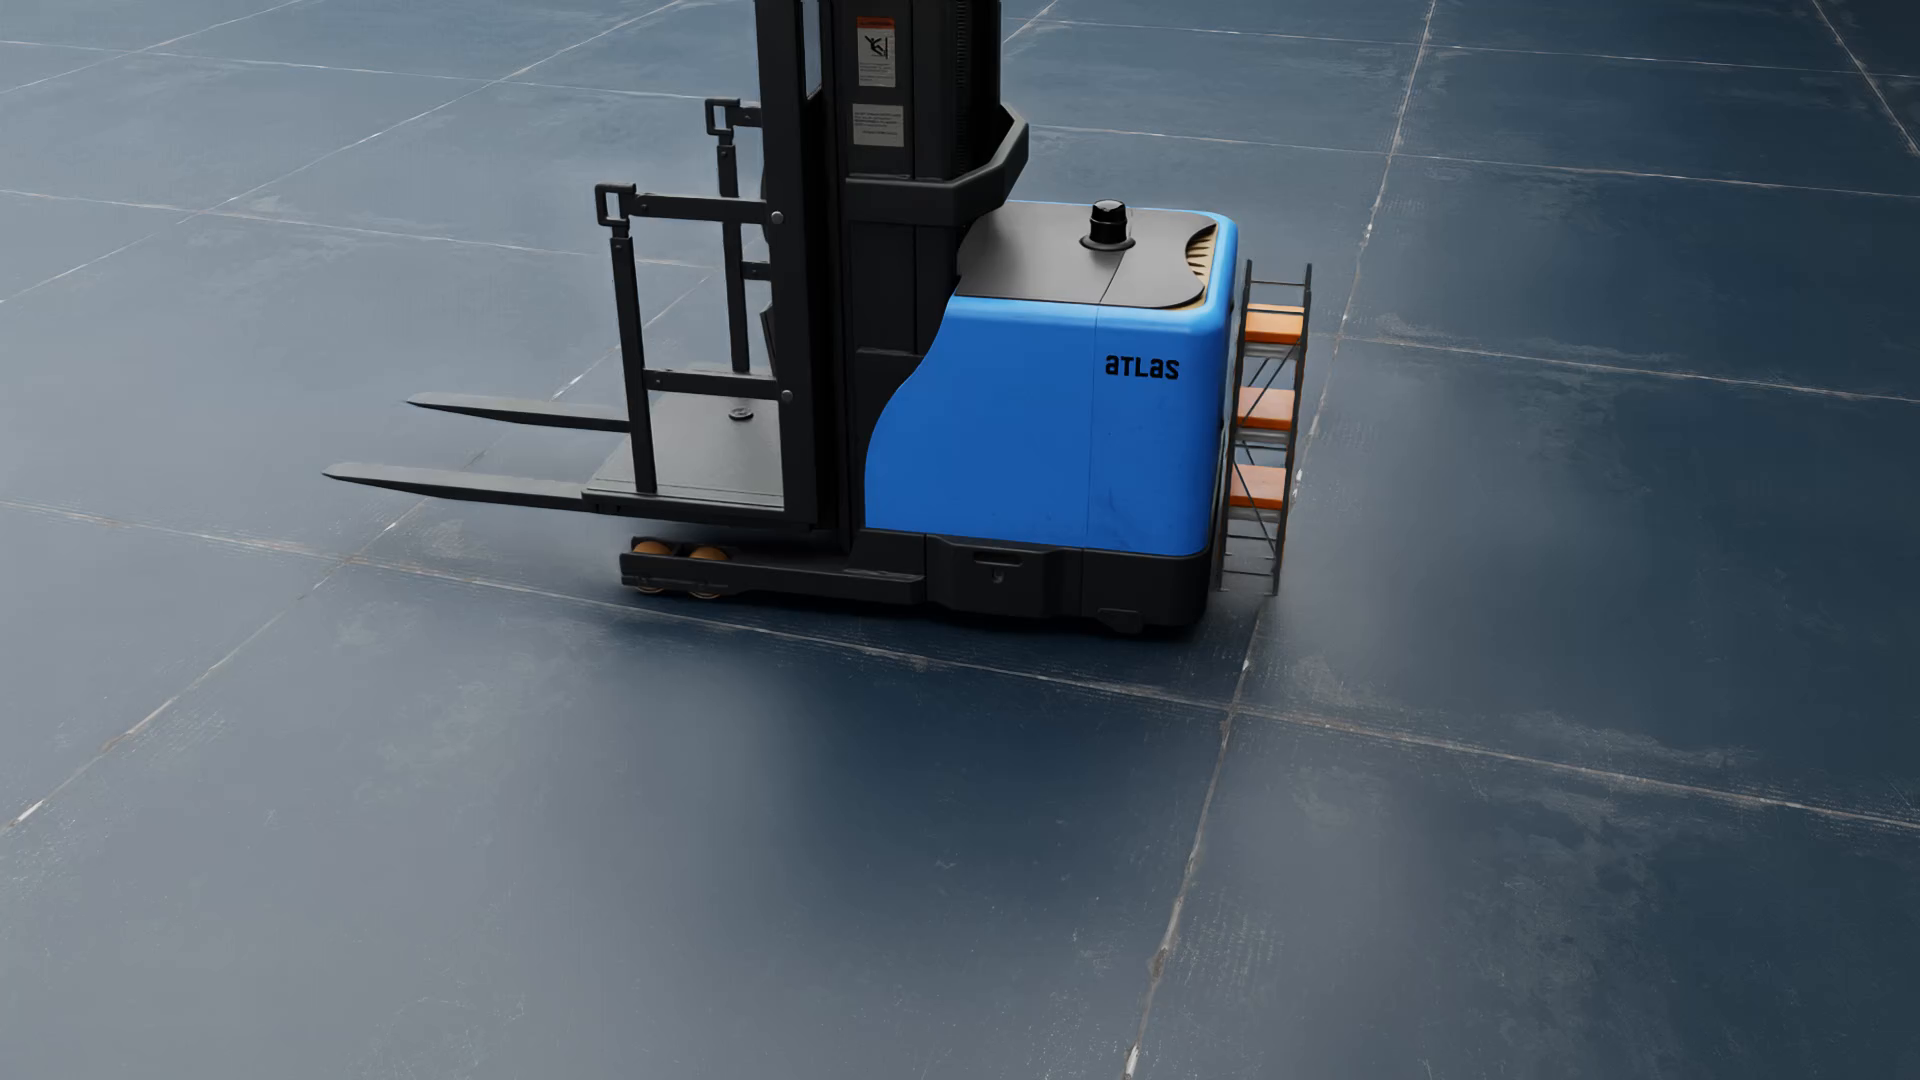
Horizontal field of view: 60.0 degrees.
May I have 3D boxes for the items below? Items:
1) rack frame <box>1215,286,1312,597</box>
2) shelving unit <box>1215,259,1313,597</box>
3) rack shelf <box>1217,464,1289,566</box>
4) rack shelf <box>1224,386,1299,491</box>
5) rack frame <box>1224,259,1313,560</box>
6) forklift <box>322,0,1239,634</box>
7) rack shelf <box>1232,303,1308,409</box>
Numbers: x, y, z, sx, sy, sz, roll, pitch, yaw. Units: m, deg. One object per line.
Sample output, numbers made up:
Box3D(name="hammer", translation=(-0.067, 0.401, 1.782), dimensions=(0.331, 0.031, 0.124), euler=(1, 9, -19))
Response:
Box3D(name="rack frame", translation=(0.938, -0.284, 5.180), dimensions=(0.200, 1.050, 0.008), euler=(6, 30, 9))
Box3D(name="shelving unit", translation=(0.962, -0.343, 5.285), dimensions=(0.215, 1.050, 0.252), euler=(6, 30, 9))
Box3D(name="rack shelf", translation=(0.960, -0.091, 5.425), dimensions=(0.215, 0.259, 0.240), euler=(6, 30, 9))
Box3D(name="rack shelf", translation=(0.962, -0.333, 5.290), dimensions=(0.215, 0.259, 0.240), euler=(6, 30, 9))
Box3D(name="rack frame", translation=(0.985, -0.401, 5.389), dimensions=(0.200, 1.050, 0.008), euler=(6, 30, 9))
Box3D(name="forklift", translation=(-0.641, -1.334, 5.133), dimensions=(3.031, 2.935, 1.130), euler=(5, 30, 10))
Box3D(name="rack shelf", translation=(0.963, -0.581, 5.152), dimensions=(0.215, 0.259, 0.240), euler=(6, 30, 9))
